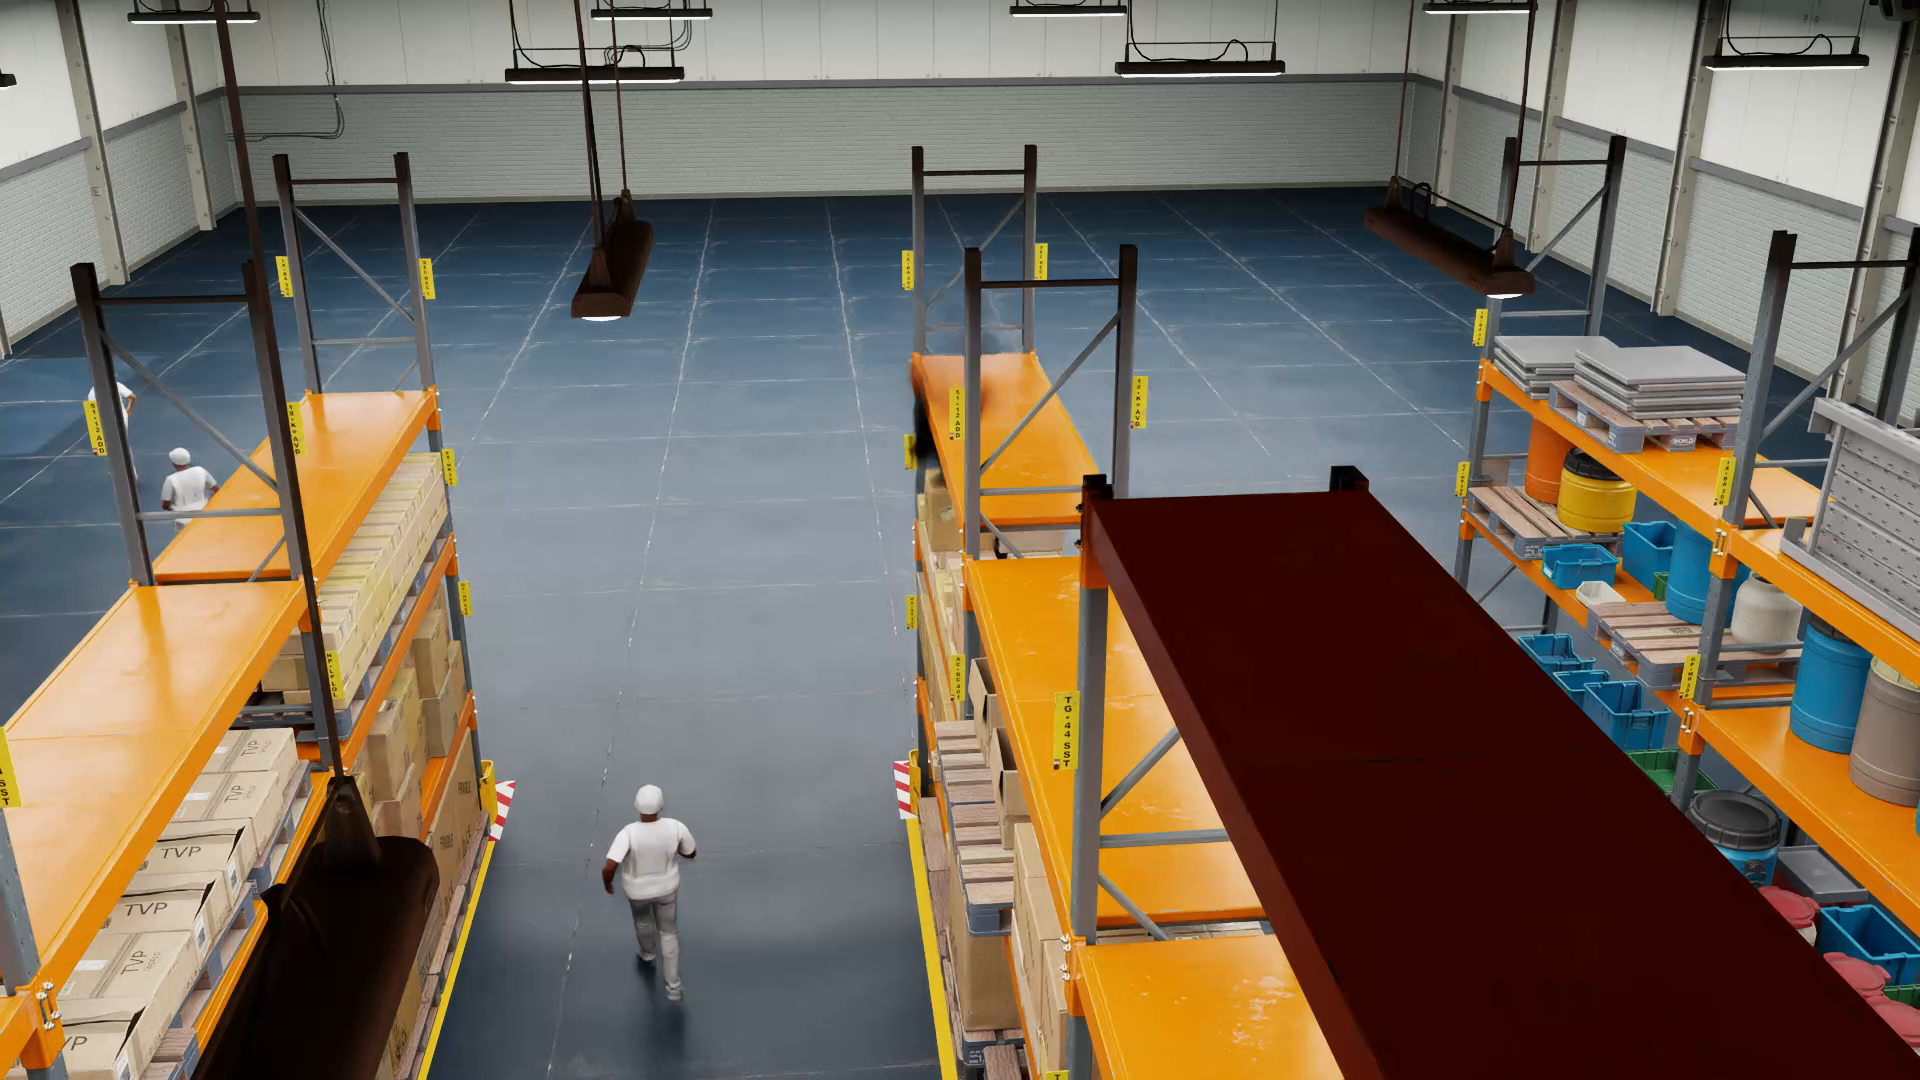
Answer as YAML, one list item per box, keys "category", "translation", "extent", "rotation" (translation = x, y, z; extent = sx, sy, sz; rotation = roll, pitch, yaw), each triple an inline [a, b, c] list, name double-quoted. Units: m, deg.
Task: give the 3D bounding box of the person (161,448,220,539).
- category: "person"
  translation: [-9.262, -0.289, 20.027]
  extent: [0.599, 1.733, 0.675]
  rotation: [15, 26, 34]

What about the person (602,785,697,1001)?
- category: "person"
  translation: [-2.340, 2.616, 12.609]
  extent: [0.706, 1.759, 0.979]
  rotation: [-5, 22, -12]

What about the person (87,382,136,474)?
- category: "person"
  translation: [-11.978, -1.634, 23.489]
  extent: [0.895, 1.680, 0.594]
  rotation: [12, 25, 29]
